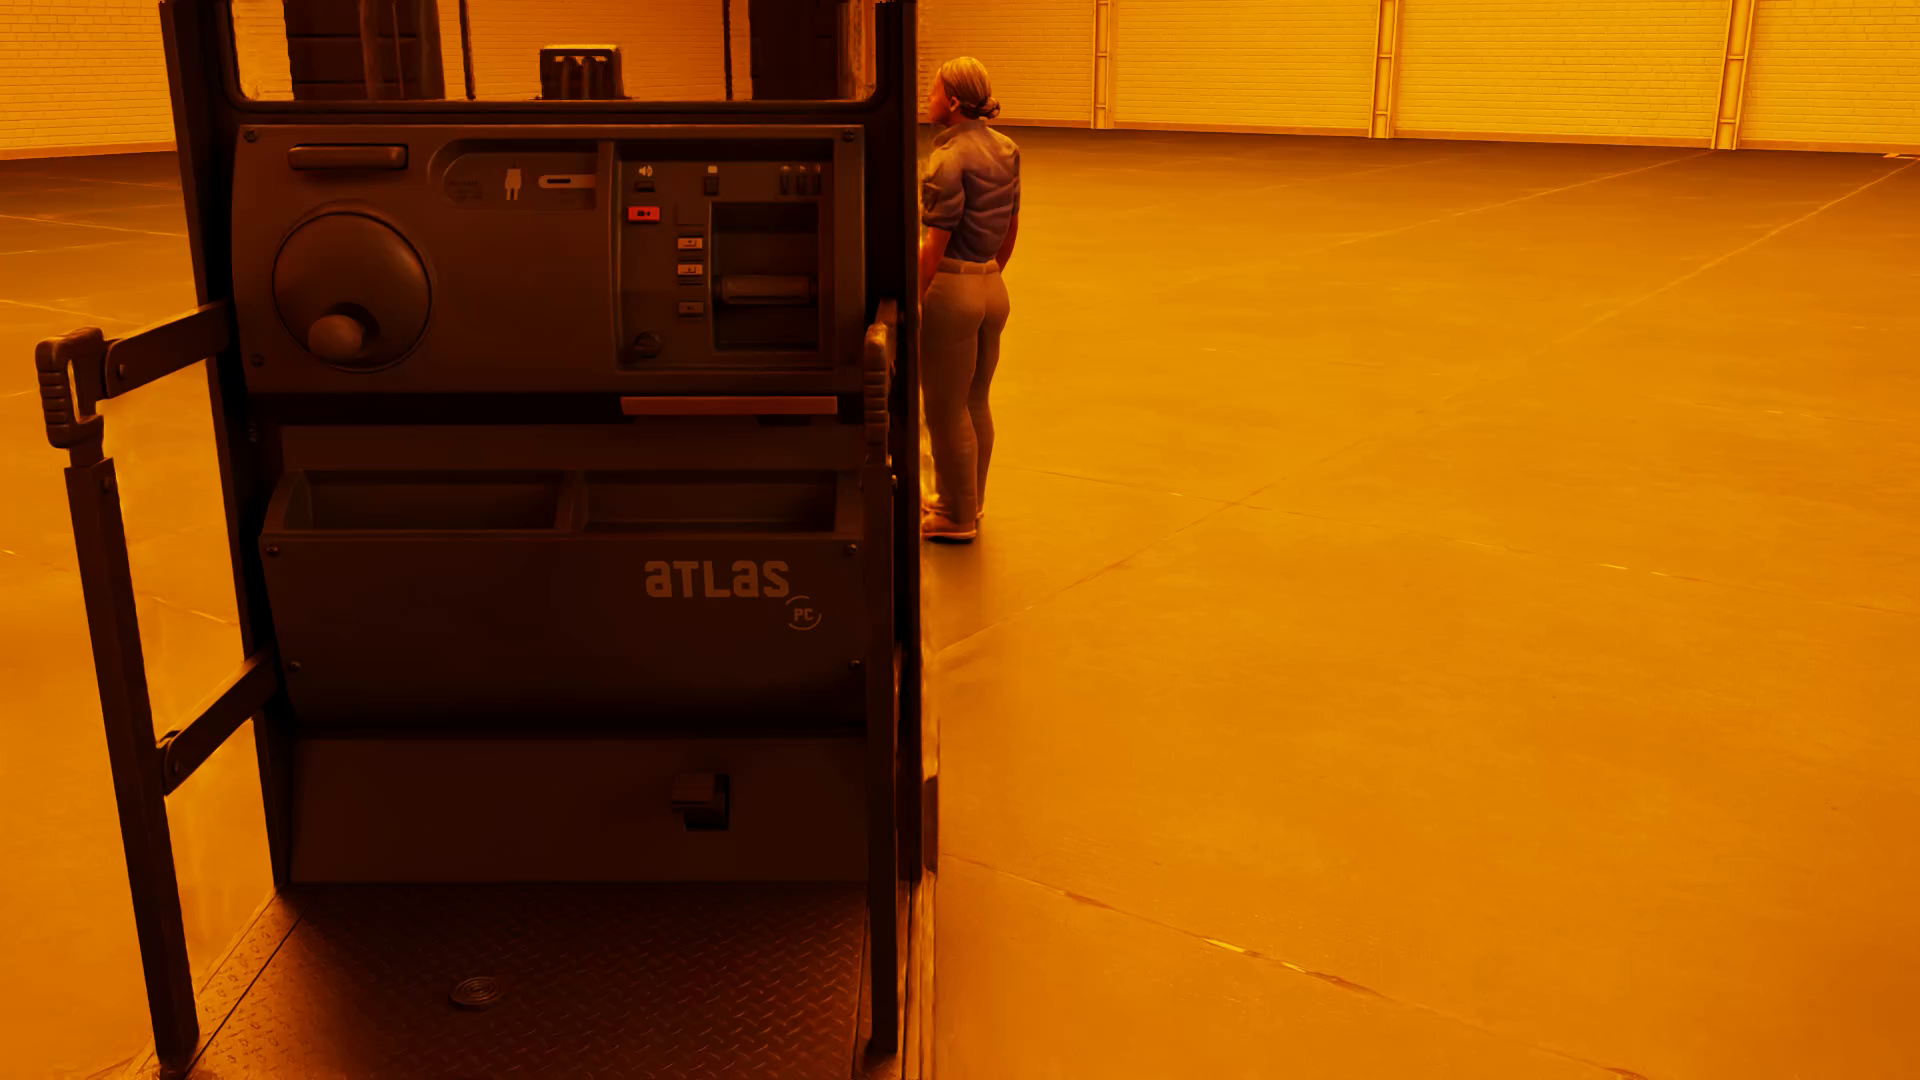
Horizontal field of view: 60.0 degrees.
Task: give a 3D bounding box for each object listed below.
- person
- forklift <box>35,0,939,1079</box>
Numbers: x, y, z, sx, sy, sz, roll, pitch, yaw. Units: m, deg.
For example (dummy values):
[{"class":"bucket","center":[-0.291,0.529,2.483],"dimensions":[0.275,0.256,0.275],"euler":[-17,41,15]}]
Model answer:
[{"class":"person","center":[-0.061,-0.818,5.773],"dimensions":[0.504,1.654,0.569],"euler":[11,20,33]},{"class":"forklift","center":[-0.601,-0.429,2.265],"dimensions":[1.130,2.935,3.031],"euler":[0,17,0]}]
